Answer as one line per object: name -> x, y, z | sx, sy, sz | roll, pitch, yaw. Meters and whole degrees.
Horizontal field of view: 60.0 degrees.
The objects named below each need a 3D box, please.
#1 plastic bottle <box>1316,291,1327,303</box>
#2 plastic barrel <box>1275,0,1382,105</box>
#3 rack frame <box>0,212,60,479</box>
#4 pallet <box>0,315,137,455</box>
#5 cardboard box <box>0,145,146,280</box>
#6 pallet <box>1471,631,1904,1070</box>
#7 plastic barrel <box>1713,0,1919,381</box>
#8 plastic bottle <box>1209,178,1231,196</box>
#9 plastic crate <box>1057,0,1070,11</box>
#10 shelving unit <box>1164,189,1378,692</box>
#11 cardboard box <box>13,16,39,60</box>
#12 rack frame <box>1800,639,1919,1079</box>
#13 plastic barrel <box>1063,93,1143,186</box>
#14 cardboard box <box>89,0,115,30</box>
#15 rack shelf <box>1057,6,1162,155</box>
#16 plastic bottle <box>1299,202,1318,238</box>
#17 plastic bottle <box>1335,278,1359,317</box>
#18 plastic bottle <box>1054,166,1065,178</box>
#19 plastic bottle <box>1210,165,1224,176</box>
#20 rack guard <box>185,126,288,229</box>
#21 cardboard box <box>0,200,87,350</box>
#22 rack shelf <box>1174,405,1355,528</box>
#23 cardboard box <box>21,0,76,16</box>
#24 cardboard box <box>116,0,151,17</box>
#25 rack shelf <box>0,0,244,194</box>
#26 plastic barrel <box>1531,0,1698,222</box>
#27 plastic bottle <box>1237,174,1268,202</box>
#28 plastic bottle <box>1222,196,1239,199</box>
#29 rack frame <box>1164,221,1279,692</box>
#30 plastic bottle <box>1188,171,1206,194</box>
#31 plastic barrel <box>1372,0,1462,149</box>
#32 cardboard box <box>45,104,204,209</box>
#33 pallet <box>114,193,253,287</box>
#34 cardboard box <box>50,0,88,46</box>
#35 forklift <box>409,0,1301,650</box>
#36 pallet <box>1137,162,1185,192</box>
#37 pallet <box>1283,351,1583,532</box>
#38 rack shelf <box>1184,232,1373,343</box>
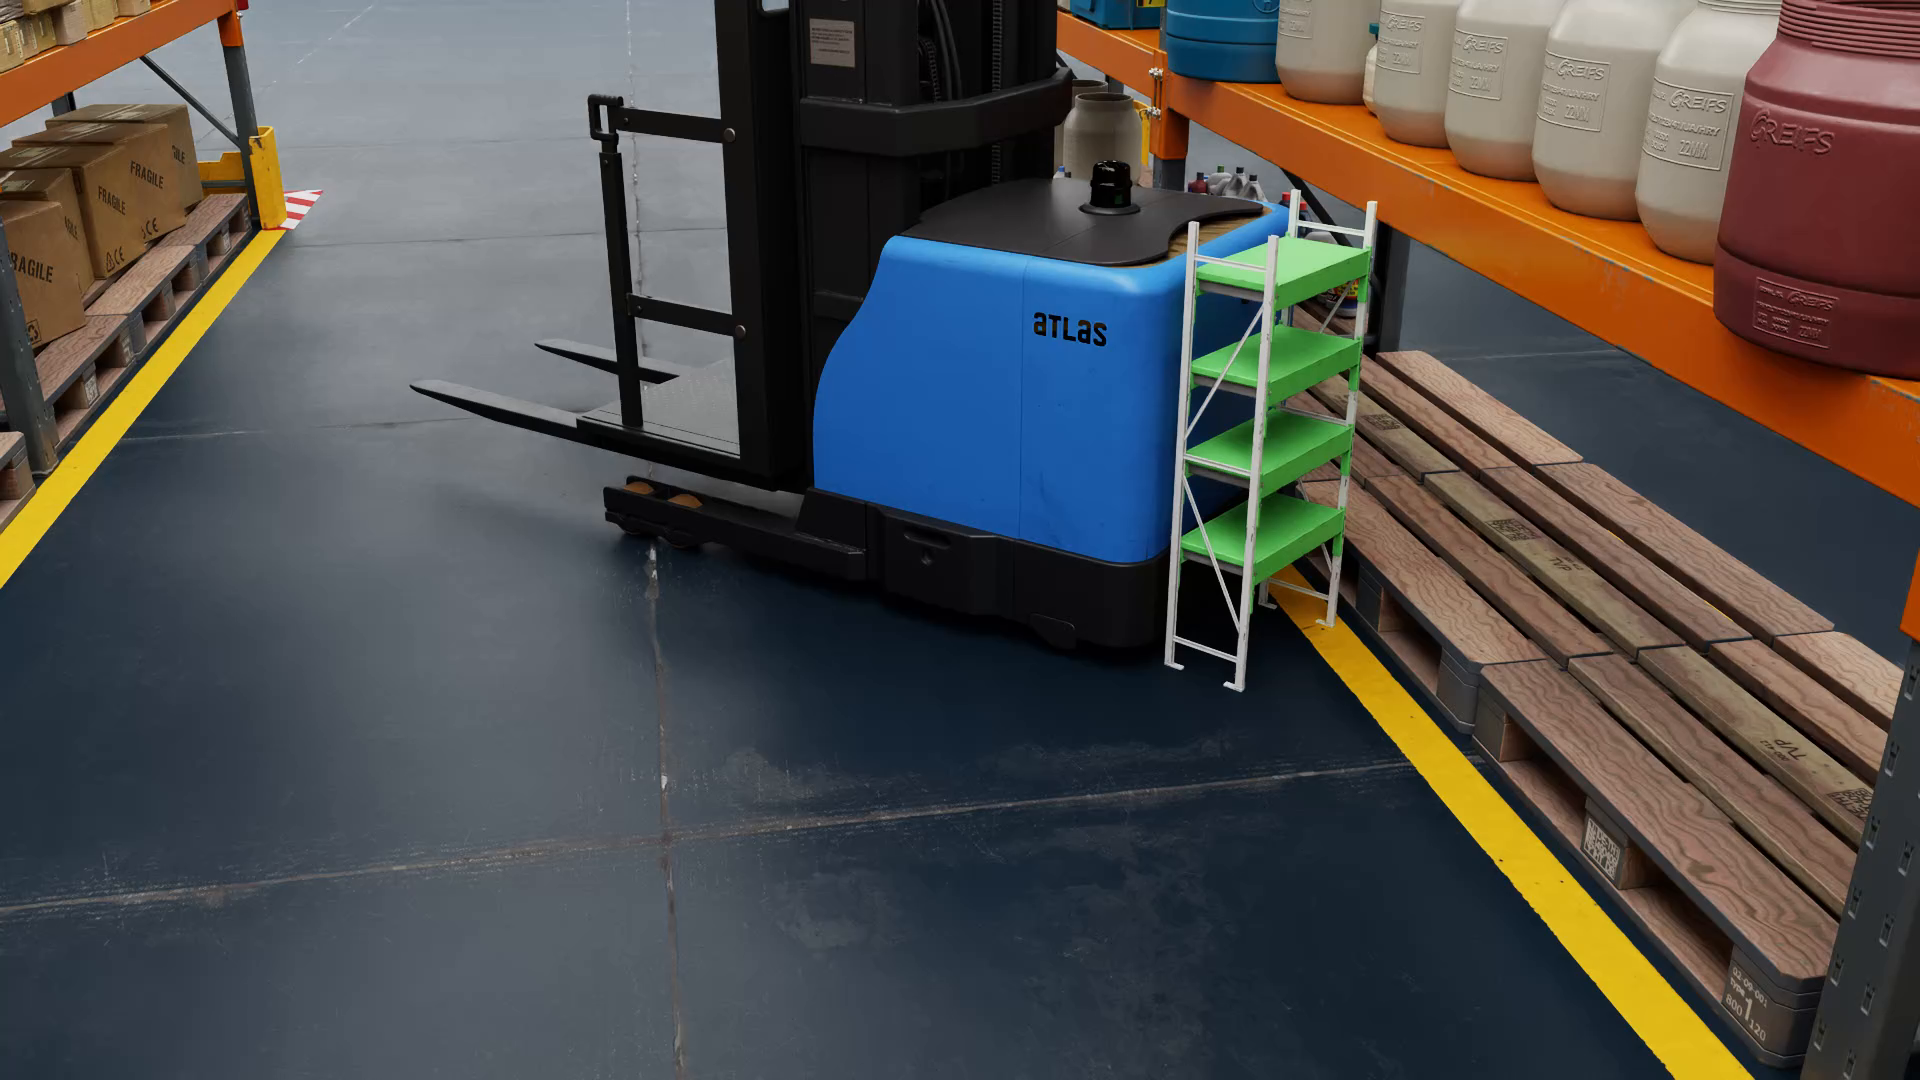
plastic bottle -> 1.552, -1.101, 6.971 | 0.097, 0.201, 0.097 | 0, 24, 0
plastic barrel -> 1.179, -1.614, 5.028 | 0.433, 0.535, 0.433 | 0, 24, 0
rack frame -> -3.650, -1.578, 5.115 | 1.000, 3.000, 0.127 | -4, 24, -10
pallet -> -3.809, -0.562, 6.272 | 1.003, 0.211, 1.213 | -4, 24, -10
cardboard box -> -4.049, -1.471, 7.469 | 0.500, 0.500, 0.500 | -2, 24, -5
pallet -> 1.852, 0.599, 3.614 | 1.003, 0.211, 1.213 | -4, 24, -10
plastic barrel -> 1.574, -0.594, 2.691 | 0.600, 0.536, 0.708 | -4, 24, -10
plastic bottle -> 1.294, -1.626, 8.077 | 0.152, 0.276, 0.135 | -5, 24, -11
plastic crate -> 0.668, -2.444, 7.427 | 0.530, 0.136, 0.437 | -4, 24, -10
shelving unit -> 0.804, -0.260, 4.347 | 0.258, 1.200, 0.503 | 19, 30, 36
cardboard box -> -3.501, -1.765, 5.858 | 0.380, 0.149, 0.250 | -4, 24, -10
rack frame -> 1.954, -0.371, 2.351 | 0.949, 2.616, 0.053 | -4, 24, -10
plastic barrel -> 0.767, -2.120, 8.939 | 0.421, 0.512, 0.421 | 0, 24, 0
cardboard box -> -3.685, -2.159, 6.759 | 0.380, 0.149, 0.250 | -4, 24, -10
rack shelf -> 0.848, -2.401, 7.899 | 1.077, 0.370, 4.000 | -4, 24, -10
plastic bottle -> 1.476, -1.280, 7.194 | 0.144, 0.351, 0.185 | -4, 24, -8
plastic bottle -> 1.589, -1.054, 6.774 | 0.097, 0.271, 0.097 | 0, 24, 0
plastic bottle -> 0.507, -1.733, 8.329 | 0.097, 0.271, 0.097 | 0, 24, 0
plastic bottle -> 1.288, -1.740, 8.330 | 0.061, 0.283, 0.133 | -4, 24, -8
rack guard -> -4.376, -1.976, 9.149 | 1.175, 0.500, 0.348 | -4, 24, -10
cardboard box -> -3.798, -1.010, 6.413 | 0.500, 0.500, 0.500 | 3, 24, 7
rack shelf -> 0.804, -0.202, 4.373 | 0.258, 0.148, 0.480 | 19, 30, 36
cardboard box -> -3.730, -2.141, 5.907 | 0.875, 0.500, 0.500 | -4, 24, -10
cardboard box -> -3.754, -2.357, 7.213 | 0.380, 0.149, 0.250 | -4, 24, -10
rack shelf -> -4.020, -2.035, 7.060 | 1.077, 0.370, 4.000 | -4, 24, -10
plastic barrel -> 1.479, -0.977, 3.599 | 0.421, 0.512, 0.421 | 0, 24, 0
plastic bottle -> 1.363, -1.522, 7.747 | 0.144, 0.351, 0.185 | -4, 24, -10
plastic bottle -> 1.222, -1.467, 7.714 | 0.152, 0.276, 0.135 | -4, 24, -10
rack frame -> 0.647, -0.186, 4.176 | 0.240, 1.200, 0.015 | 19, 30, 36
plastic bottle -> 1.163, -1.675, 8.182 | 0.061, 0.283, 0.133 | -4, 24, -10
plastic barrel -> 1.315, -1.326, 4.368 | 0.433, 0.535, 0.433 | 0, 24, 0
cardboard box -> -4.291, -1.951, 8.568 | 0.500, 0.500, 0.500 | 0, 24, 0
pallet -> -4.260, -1.521, 8.469 | 1.003, 0.211, 1.213 | -4, 24, -10
cardboard box -> -3.562, -1.964, 6.313 | 0.380, 0.149, 0.250 | -4, 24, -10
forklift -> -0.526, -1.479, 4.974 | 3.031, 2.935, 1.130 | 14, 27, 30
pallet -> 0.683, -1.894, 9.322 | 1.003, 0.211, 1.213 | -4, 24, -10
pallet -> 1.401, -0.361, 5.812 | 1.003, 0.211, 1.213 | -4, 24, -10
rack shelf -> 0.804, -0.642, 4.181 | 0.258, 0.148, 0.480 | 19, 30, 36
